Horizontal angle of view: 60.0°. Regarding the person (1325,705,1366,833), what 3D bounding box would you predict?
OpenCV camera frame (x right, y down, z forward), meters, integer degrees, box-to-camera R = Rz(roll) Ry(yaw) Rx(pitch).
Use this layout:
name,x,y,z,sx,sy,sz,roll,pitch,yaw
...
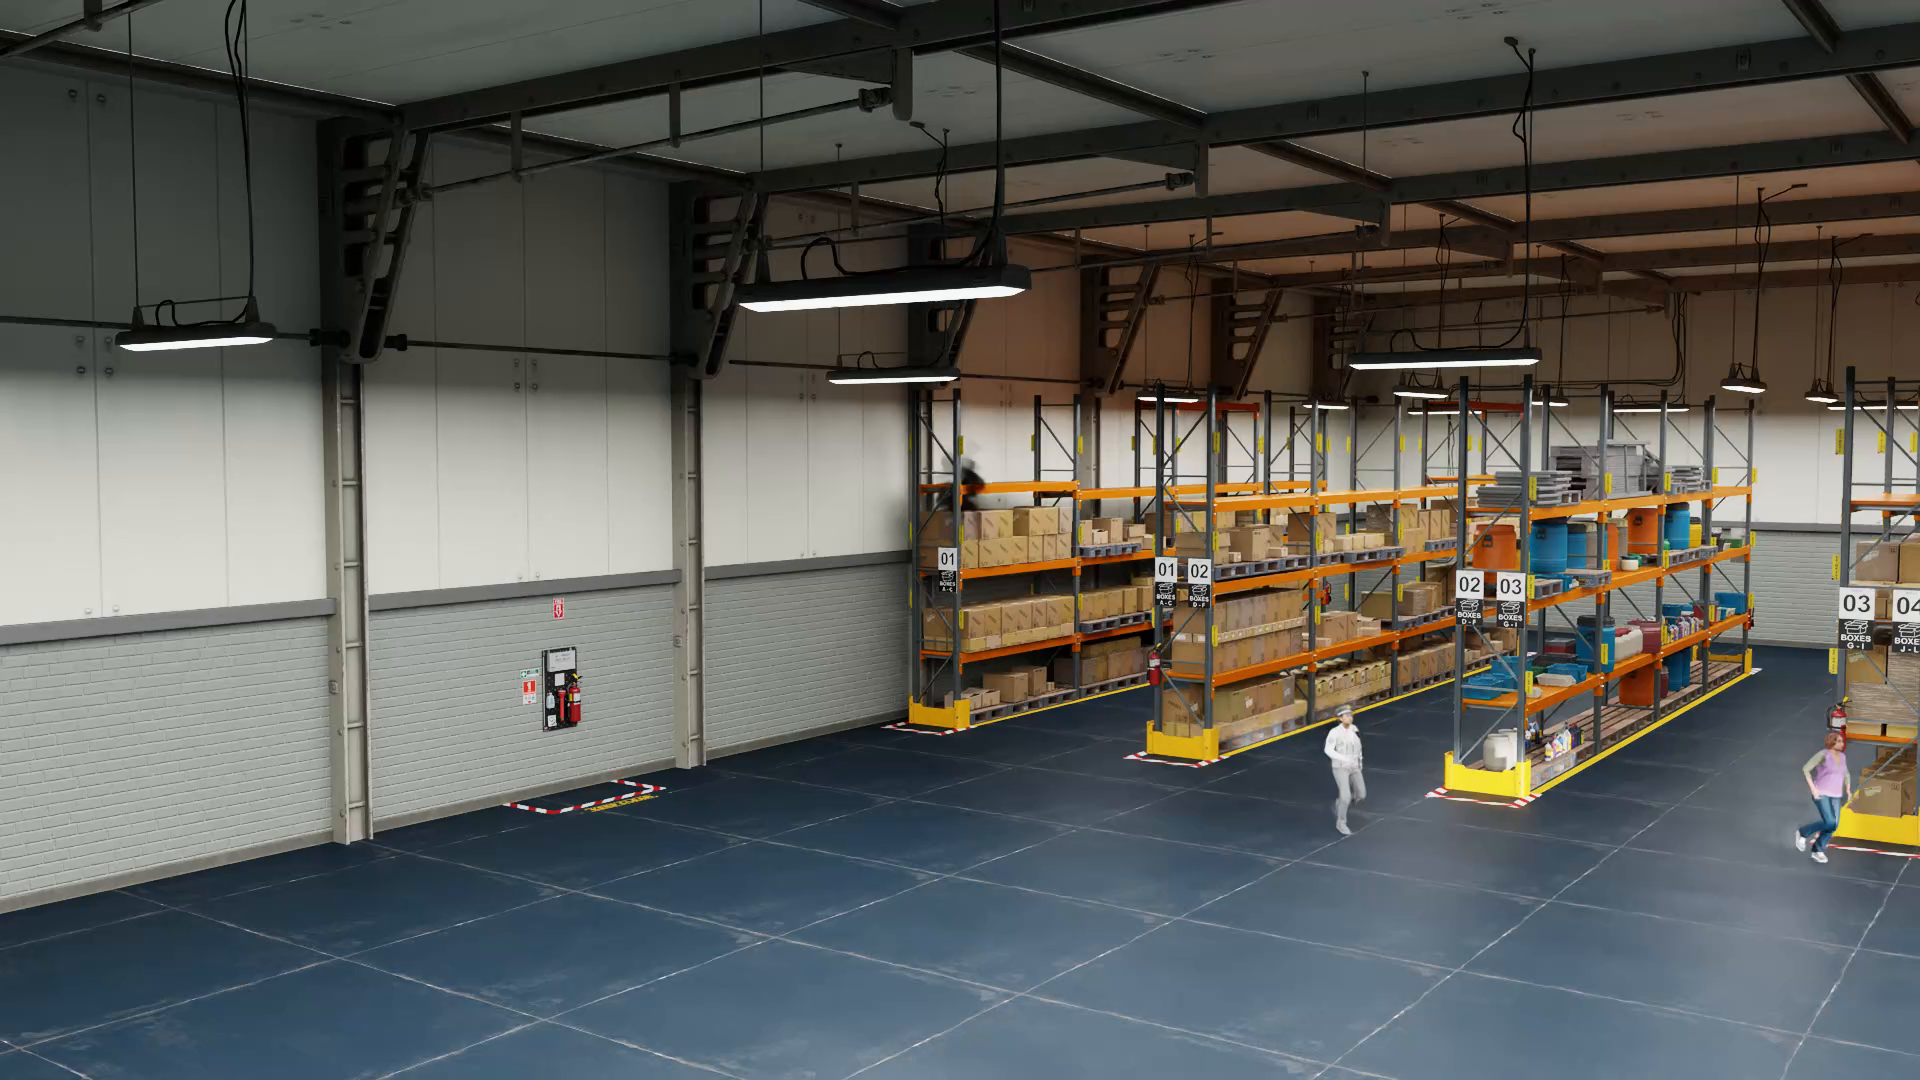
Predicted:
name,x,y,z,sx,sy,sz,roll,pitch,yaw
person,5.003,2.950,21.500,0.658,1.665,0.561,-2,4,-27

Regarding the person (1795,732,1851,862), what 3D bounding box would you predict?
name,x,y,z,sx,sy,sz,roll,pitch,yaw
person,10.490,3.092,20.106,0.583,1.548,0.504,-1,3,-18
